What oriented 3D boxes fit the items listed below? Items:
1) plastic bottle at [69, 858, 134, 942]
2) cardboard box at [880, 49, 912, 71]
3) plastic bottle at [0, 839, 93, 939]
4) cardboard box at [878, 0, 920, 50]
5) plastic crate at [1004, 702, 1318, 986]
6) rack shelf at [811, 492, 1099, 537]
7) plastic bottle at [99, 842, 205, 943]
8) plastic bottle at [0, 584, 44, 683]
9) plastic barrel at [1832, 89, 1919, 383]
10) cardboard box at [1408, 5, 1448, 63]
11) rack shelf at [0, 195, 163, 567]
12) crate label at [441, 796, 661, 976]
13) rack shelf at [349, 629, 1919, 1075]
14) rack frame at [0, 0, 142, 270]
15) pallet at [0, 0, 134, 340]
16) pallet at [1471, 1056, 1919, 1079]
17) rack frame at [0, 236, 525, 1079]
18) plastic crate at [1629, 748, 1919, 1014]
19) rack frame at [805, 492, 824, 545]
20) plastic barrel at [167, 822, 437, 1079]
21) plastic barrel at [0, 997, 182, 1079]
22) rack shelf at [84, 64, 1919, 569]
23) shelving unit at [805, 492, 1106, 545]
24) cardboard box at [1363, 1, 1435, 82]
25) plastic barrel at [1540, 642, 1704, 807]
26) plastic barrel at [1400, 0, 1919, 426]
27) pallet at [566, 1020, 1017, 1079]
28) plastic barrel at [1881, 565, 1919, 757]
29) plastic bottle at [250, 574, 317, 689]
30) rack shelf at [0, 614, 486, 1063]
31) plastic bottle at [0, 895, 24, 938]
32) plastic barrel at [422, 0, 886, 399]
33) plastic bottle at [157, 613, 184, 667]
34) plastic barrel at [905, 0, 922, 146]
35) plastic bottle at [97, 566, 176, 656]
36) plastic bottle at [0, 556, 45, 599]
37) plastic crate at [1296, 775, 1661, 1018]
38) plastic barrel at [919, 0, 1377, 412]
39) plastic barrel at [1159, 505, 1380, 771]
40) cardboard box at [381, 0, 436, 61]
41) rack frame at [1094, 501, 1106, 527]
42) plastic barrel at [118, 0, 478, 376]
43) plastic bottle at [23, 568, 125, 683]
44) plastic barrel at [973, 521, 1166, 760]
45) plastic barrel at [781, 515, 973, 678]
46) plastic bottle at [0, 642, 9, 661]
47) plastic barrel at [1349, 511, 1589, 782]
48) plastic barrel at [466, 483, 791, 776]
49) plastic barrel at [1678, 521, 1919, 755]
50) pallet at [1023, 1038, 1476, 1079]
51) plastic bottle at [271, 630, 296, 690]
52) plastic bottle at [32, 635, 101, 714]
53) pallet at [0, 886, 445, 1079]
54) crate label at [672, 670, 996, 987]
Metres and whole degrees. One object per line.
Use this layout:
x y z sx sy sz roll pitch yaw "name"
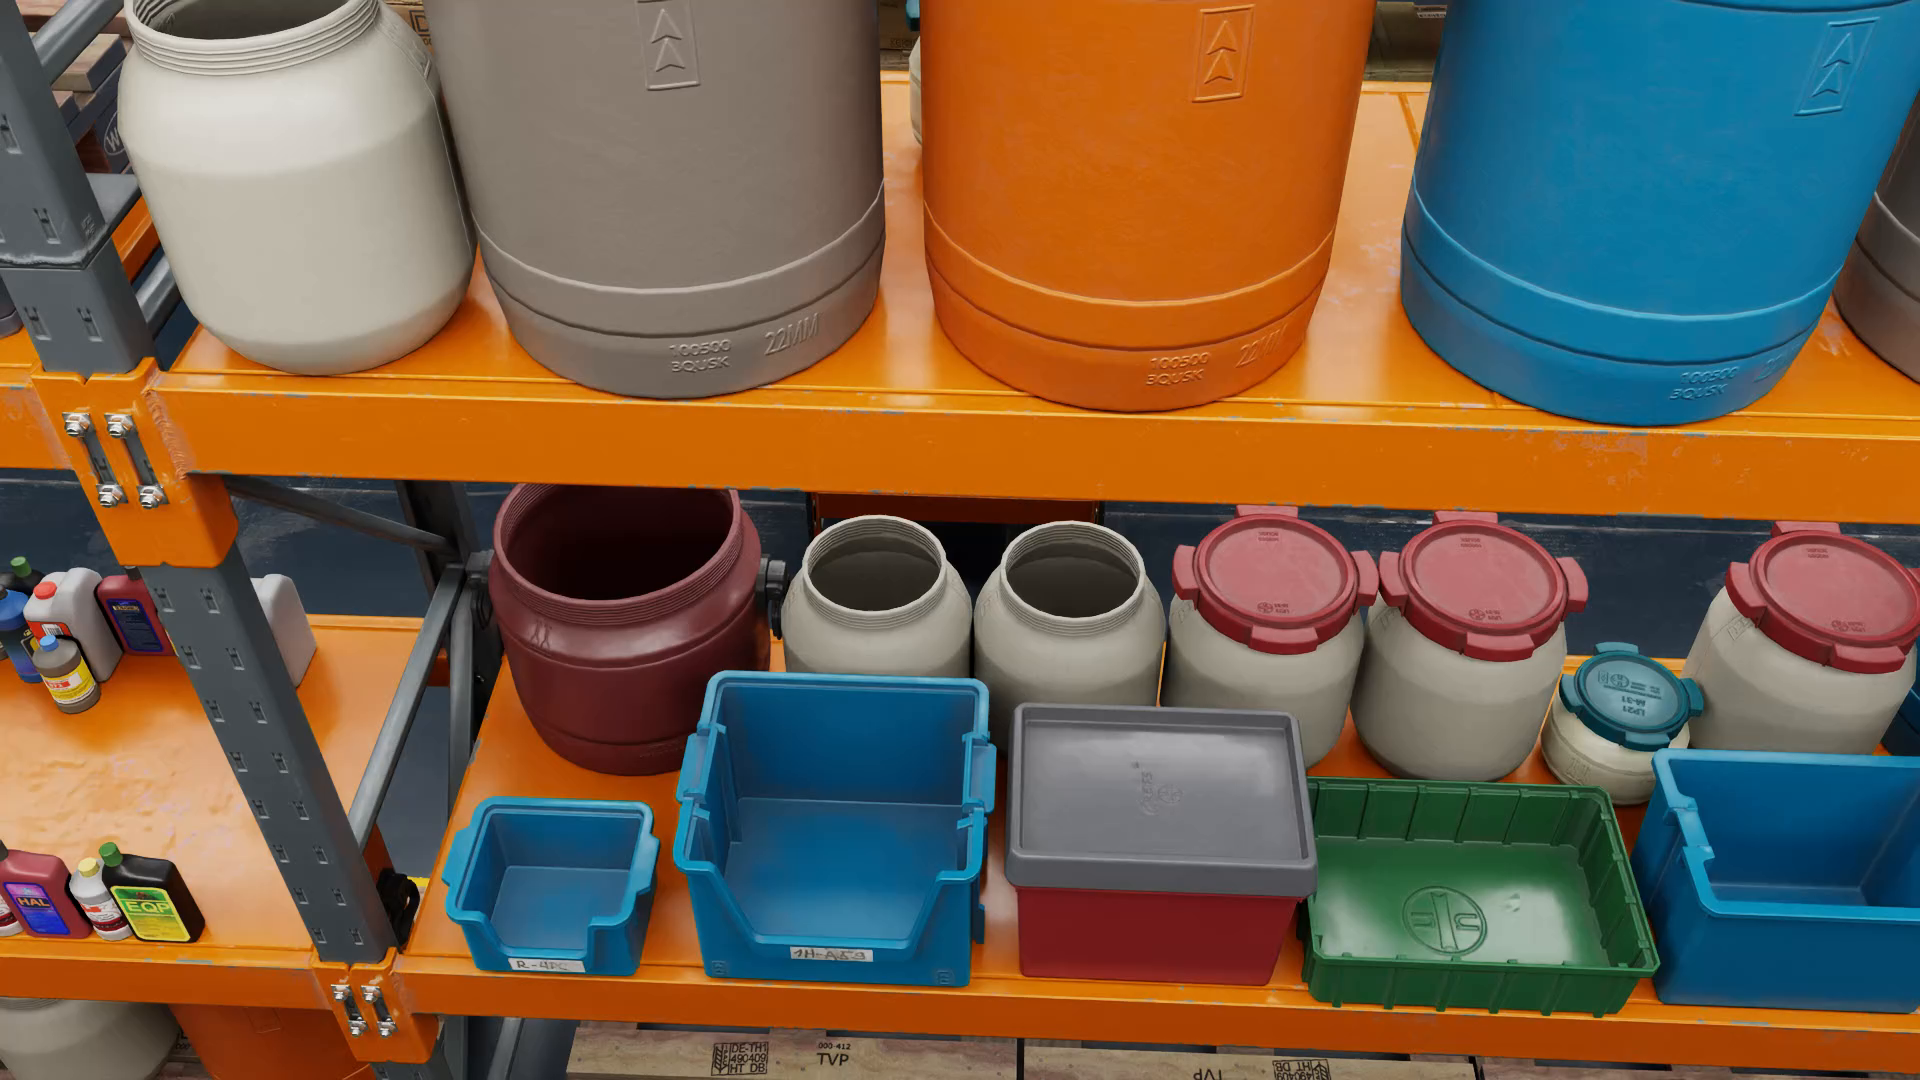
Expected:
-1.757 0.727 3.415 0.097 0.201 0.097 0 43 0 "plastic bottle"
-0.326 -2.220 7.944 0.500 0.500 0.700 0 43 0 "cardboard box"
-1.873 0.706 3.378 0.133 0.283 0.061 2 43 2 "plastic bottle"
-0.326 -2.501 7.695 0.500 0.250 0.500 3 43 4 "cardboard box"
0.381 0.626 3.330 0.583 0.464 0.402 2 43 2 "plastic crate"
-0.007 -0.233 6.033 1.000 0.278 0.538 2 43 2 "rack shelf"
-1.643 0.713 3.370 0.133 0.283 0.061 2 43 2 "plastic bottle"
-2.217 0.211 3.918 0.097 0.271 0.097 0 43 0 "plastic bottle"
1.605 -0.654 2.183 0.600 0.901 0.600 0 43 0 "plastic barrel"
2.387 -2.138 7.855 0.500 0.500 0.700 -1 43 -1 "cardboard box"
-3.217 -0.504 2.917 4.000 0.370 1.077 2 43 2 "rack shelf"
-0.815 0.721 3.398 0.416 0.233 0.303 2 43 2 "crate label"
0.779 0.717 3.808 4.000 0.370 1.077 2 43 2 "rack shelf"
-1.219 -1.803 1.584 0.127 3.000 1.000 2 43 2 "rack frame"
-1.979 -0.727 2.767 1.213 0.211 1.003 2 43 2 "pallet"
1.990 1.537 4.445 1.213 0.211 1.003 2 43 2 "pallet"
-1.219 0.392 3.629 0.127 3.000 1.000 2 43 2 "rack frame"
1.661 0.699 3.311 0.575 0.384 0.392 2 43 2 "plastic crate"
-0.515 -0.427 5.884 0.032 1.125 0.500 2 43 2 "rack frame"
-1.709 1.029 4.229 0.708 0.830 0.600 2 43 2 "plastic barrel"
-2.277 1.189 4.291 0.421 0.512 0.421 0 43 0 "plastic barrel"
0.779 -0.381 2.786 4.000 0.370 1.077 2 43 2 "rack shelf"
-0.007 -0.412 5.867 1.048 1.125 0.538 2 43 2 "shelving unit"
1.912 -2.165 7.885 0.500 0.500 0.700 2 43 2 "cardboard box"
1.461 0.420 3.700 0.301 0.262 0.301 0 43 0 "plastic barrel"
0.952 -0.674 2.205 0.708 0.901 0.600 2 43 2 "plastic barrel"
-0.447 1.462 4.525 1.213 0.211 1.003 2 43 2 "pallet"
2.404 0.113 3.560 0.708 0.901 0.600 2 43 2 "plastic barrel"
-1.637 0.204 3.922 0.135 0.276 0.152 2 43 2 "plastic bottle"
-3.217 0.594 3.940 4.000 0.370 1.077 2 43 2 "rack shelf"
-1.988 0.720 3.423 0.097 0.201 0.097 0 43 0 "plastic bottle"
-0.409 -0.716 2.250 0.600 0.901 0.600 0 43 0 "plastic barrel"
-1.849 0.206 3.974 0.097 0.201 0.097 0 43 0 "plastic bottle"
0.062 -0.775 2.782 0.301 0.262 0.301 0 43 0 "plastic barrel"
-1.963 0.160 3.963 0.133 0.283 0.061 2 43 2 "plastic bottle"
-2.231 0.152 3.972 0.133 0.283 0.061 2 43 2 "plastic bottle"
1.024 0.731 3.420 0.662 0.188 0.450 2 43 2 "plastic crate"
0.245 -0.670 2.253 0.708 0.830 0.600 2 43 2 "plastic barrel"
0.666 0.250 3.681 0.433 0.535 0.433 0 43 0 "plastic barrel"
-2.575 -2.425 7.903 0.875 0.875 1.225 2 43 2 "cardboard box"
0.501 -0.396 5.850 0.032 1.125 0.500 2 43 2 "rack frame"
-0.923 -0.528 2.334 0.421 0.512 0.421 0 43 0 "plastic barrel"
-2.099 0.190 3.937 0.135 0.276 0.152 2 43 2 "plastic bottle"
0.239 0.250 3.699 0.421 0.512 0.421 0 43 0 "plastic barrel"
-0.182 0.237 3.713 0.421 0.512 0.421 0 43 0 "plastic barrel"
-2.347 0.191 3.990 0.097 0.201 0.097 0 43 0 "plastic bottle"
1.098 0.264 3.667 0.433 0.535 0.433 0 43 0 "plastic barrel"
-0.742 0.150 3.788 0.708 0.536 0.600 2 43 2 "plastic barrel"
1.831 0.286 3.642 0.433 0.535 0.433 0 43 0 "plastic barrel"
0.768 1.502 4.483 1.213 0.211 1.003 2 43 2 "pallet"
-1.644 0.307 3.810 0.135 0.276 0.152 2 43 2 "plastic bottle"
-2.086 0.303 3.870 0.097 0.201 0.097 0 43 0 "plastic bottle"
-2.009 1.416 4.575 1.213 0.211 1.003 2 43 2 "pallet"
-0.239 0.594 3.386 0.616 0.435 0.502 2 43 2 "crate label"
